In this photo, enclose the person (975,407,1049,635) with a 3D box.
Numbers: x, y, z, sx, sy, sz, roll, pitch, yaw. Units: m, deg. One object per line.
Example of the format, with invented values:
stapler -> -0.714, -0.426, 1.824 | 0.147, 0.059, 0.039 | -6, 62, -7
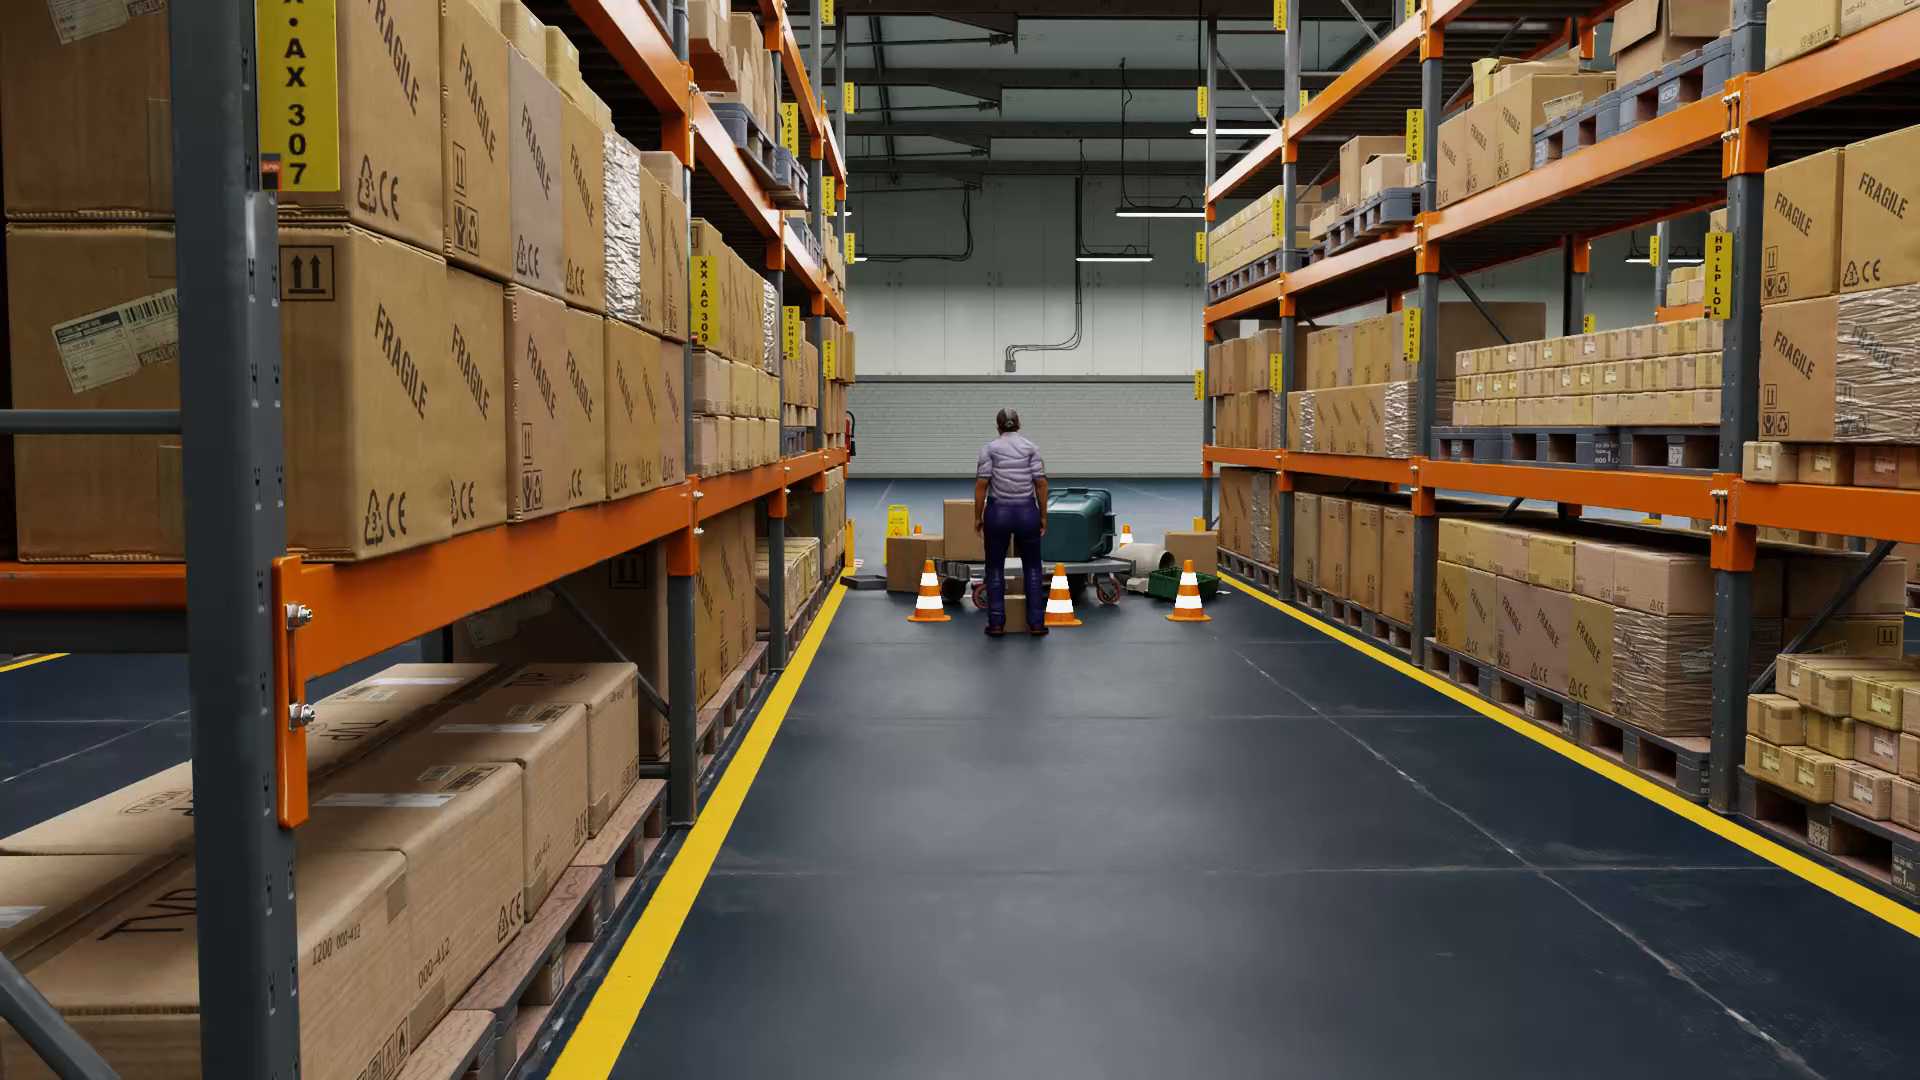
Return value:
person -> 0.383, -0.129, 12.063 | 0.557, 1.639, 0.364 | 0, 4, -3
